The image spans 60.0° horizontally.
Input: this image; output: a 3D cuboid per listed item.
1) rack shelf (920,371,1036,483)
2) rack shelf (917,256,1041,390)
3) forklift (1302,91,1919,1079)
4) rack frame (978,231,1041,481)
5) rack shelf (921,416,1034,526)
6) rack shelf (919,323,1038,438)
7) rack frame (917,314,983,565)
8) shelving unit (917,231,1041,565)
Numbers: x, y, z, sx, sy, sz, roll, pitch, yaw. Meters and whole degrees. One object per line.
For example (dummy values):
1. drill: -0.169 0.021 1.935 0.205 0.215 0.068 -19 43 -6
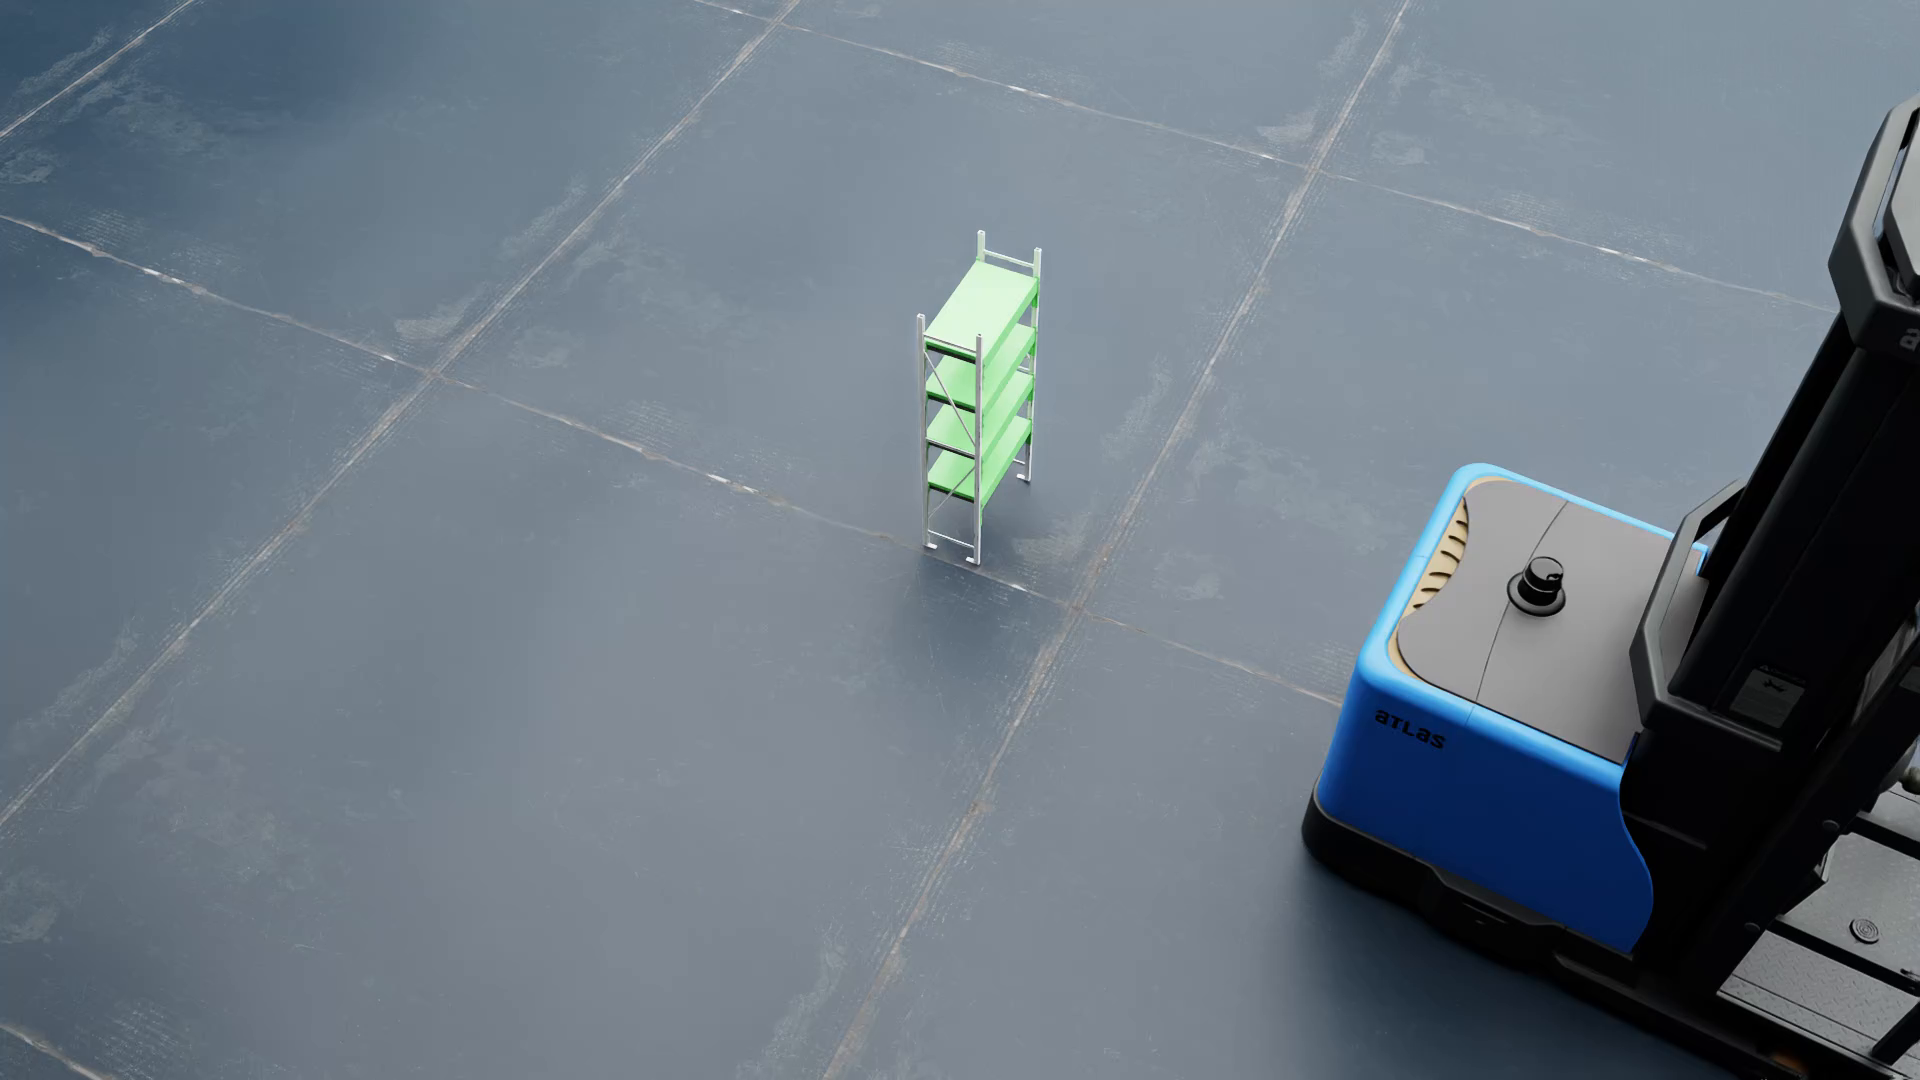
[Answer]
1. rack shelf: 0.071 -0.461 6.254 0.258 0.148 0.480 20 52 16
2. rack shelf: 0.071 -0.772 5.888 0.258 0.148 0.480 20 52 16
3. forklift: 2.690 0.354 4.340 3.031 2.935 1.130 24 54 19
4. rack frame: 0.175 -0.671 6.348 0.240 1.200 0.015 20 52 16
5. rack shelf: 0.071 -0.306 6.437 0.258 0.148 0.480 20 52 16
6. rack shelf: 0.071 -0.617 6.071 0.258 0.148 0.480 20 52 16
7. rack frame: -0.034 -0.335 6.062 0.240 1.200 0.015 20 52 16
8. shelving unit: 0.071 -0.503 6.205 0.258 1.200 0.503 20 52 16
